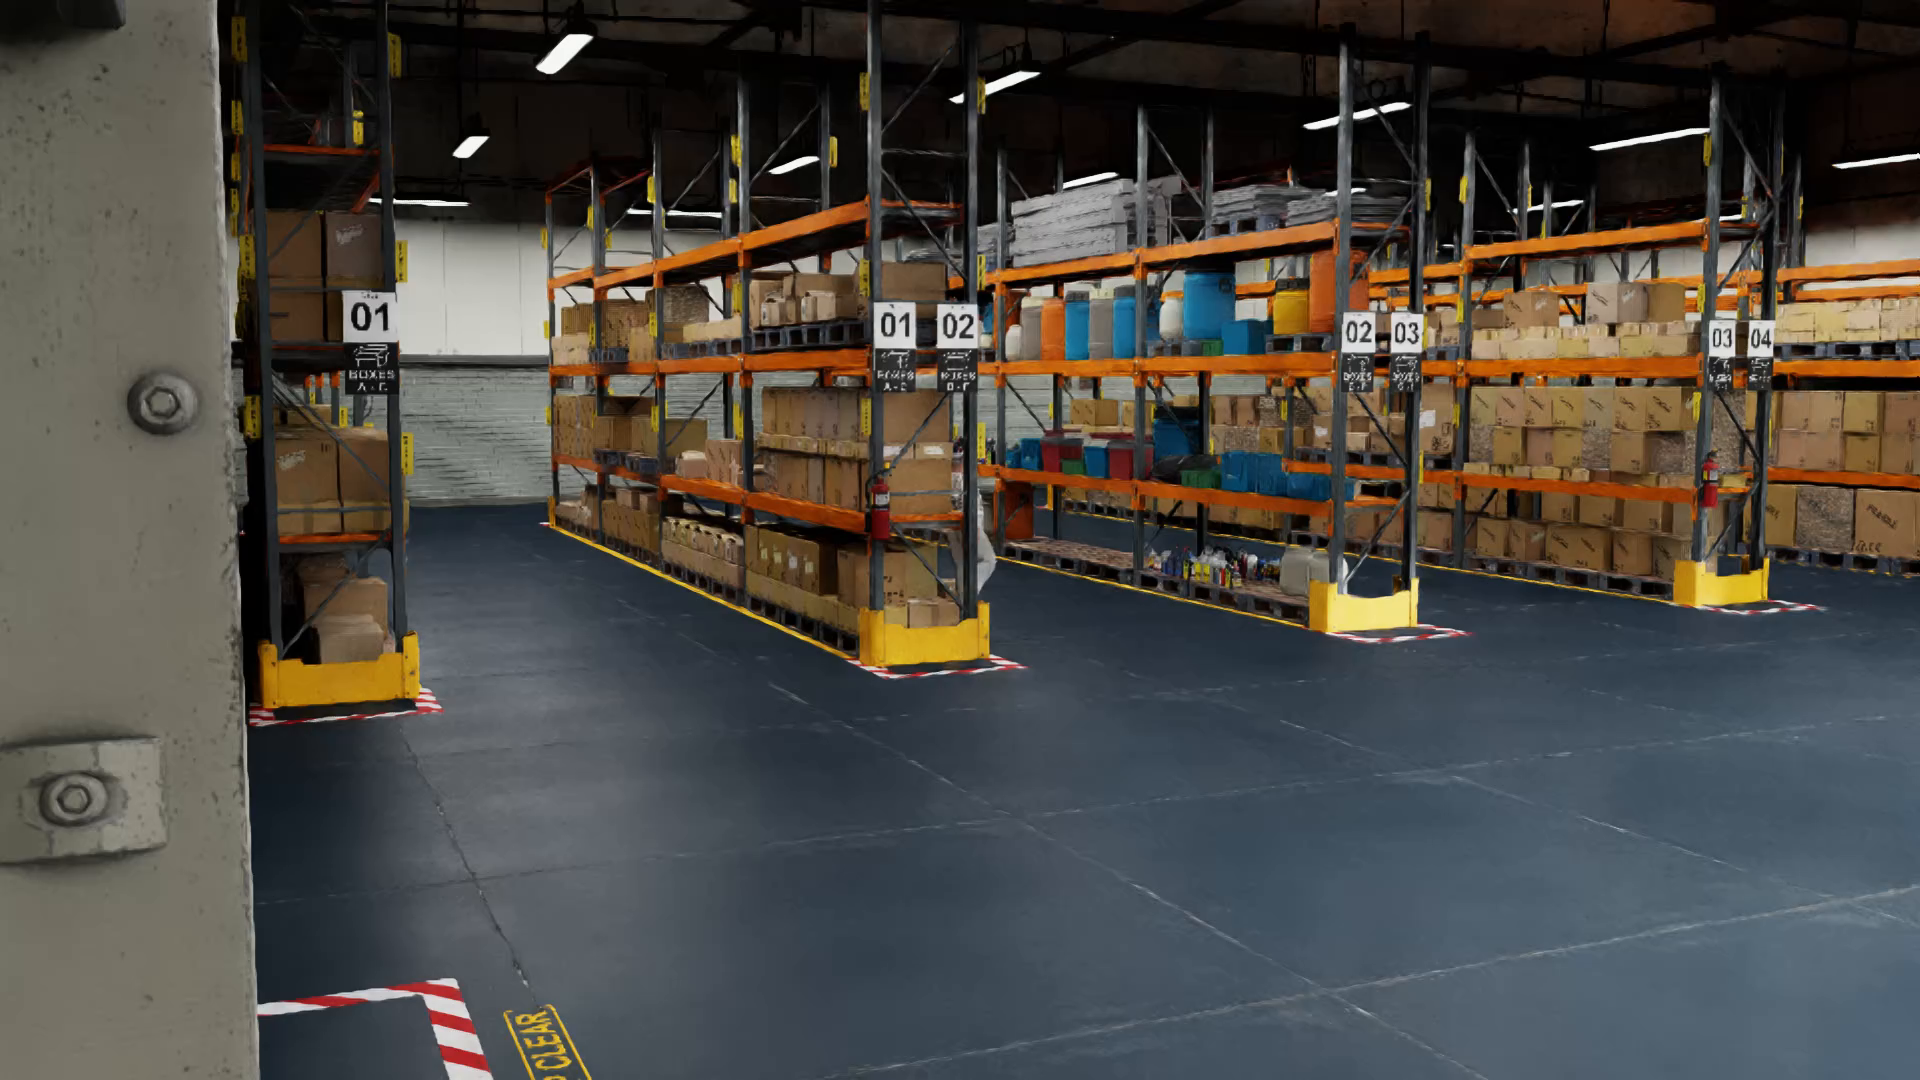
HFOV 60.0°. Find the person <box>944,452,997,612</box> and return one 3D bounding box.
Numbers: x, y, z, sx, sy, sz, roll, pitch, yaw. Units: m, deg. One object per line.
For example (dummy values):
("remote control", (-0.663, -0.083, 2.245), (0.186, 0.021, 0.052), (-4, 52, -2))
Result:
("person", (0.092, -0.072, 17.941), (0.450, 1.749, 0.706), (-4, 7, -36))
